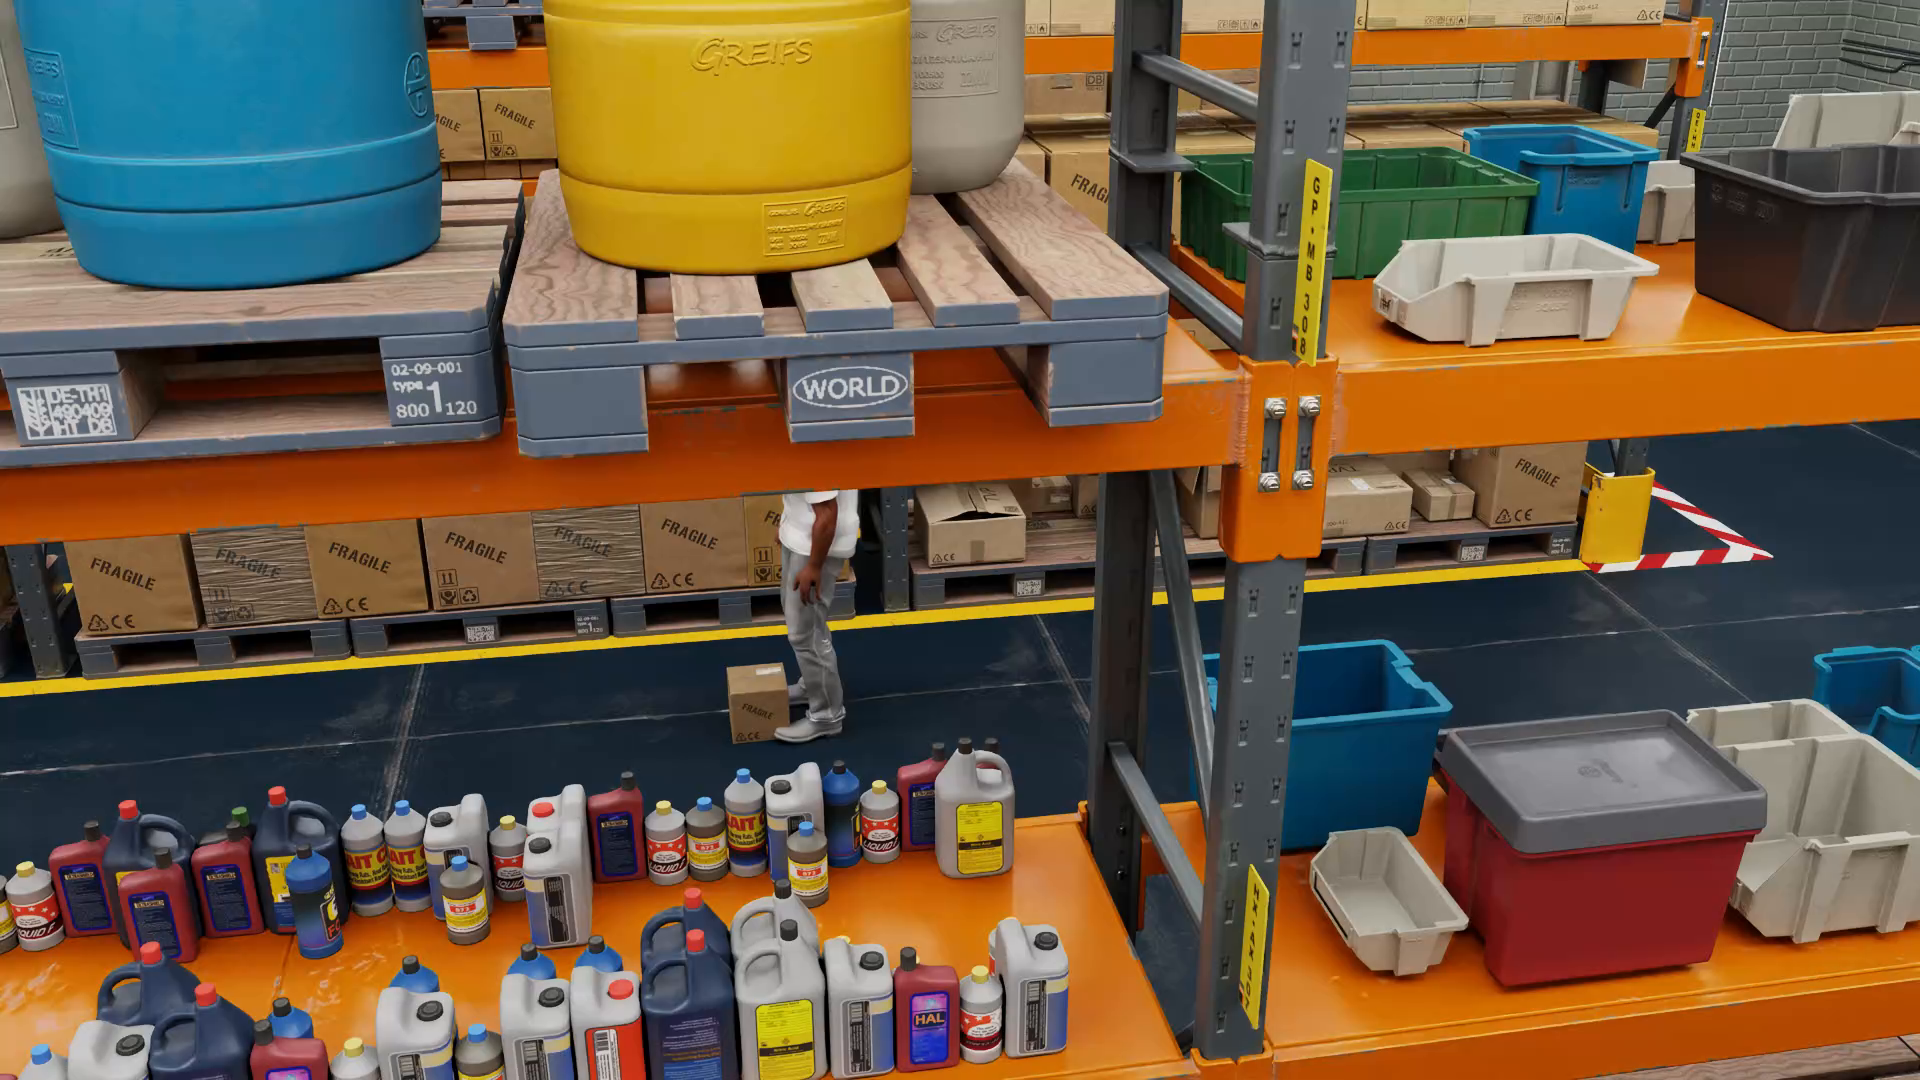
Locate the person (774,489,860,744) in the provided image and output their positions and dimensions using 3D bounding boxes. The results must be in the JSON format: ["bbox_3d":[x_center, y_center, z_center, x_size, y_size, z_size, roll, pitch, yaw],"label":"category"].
[{"bbox_3d":[-0.665,0.009,7.053,0.458,1.760,0.635,-5,24,-12],"label":"person"}]
